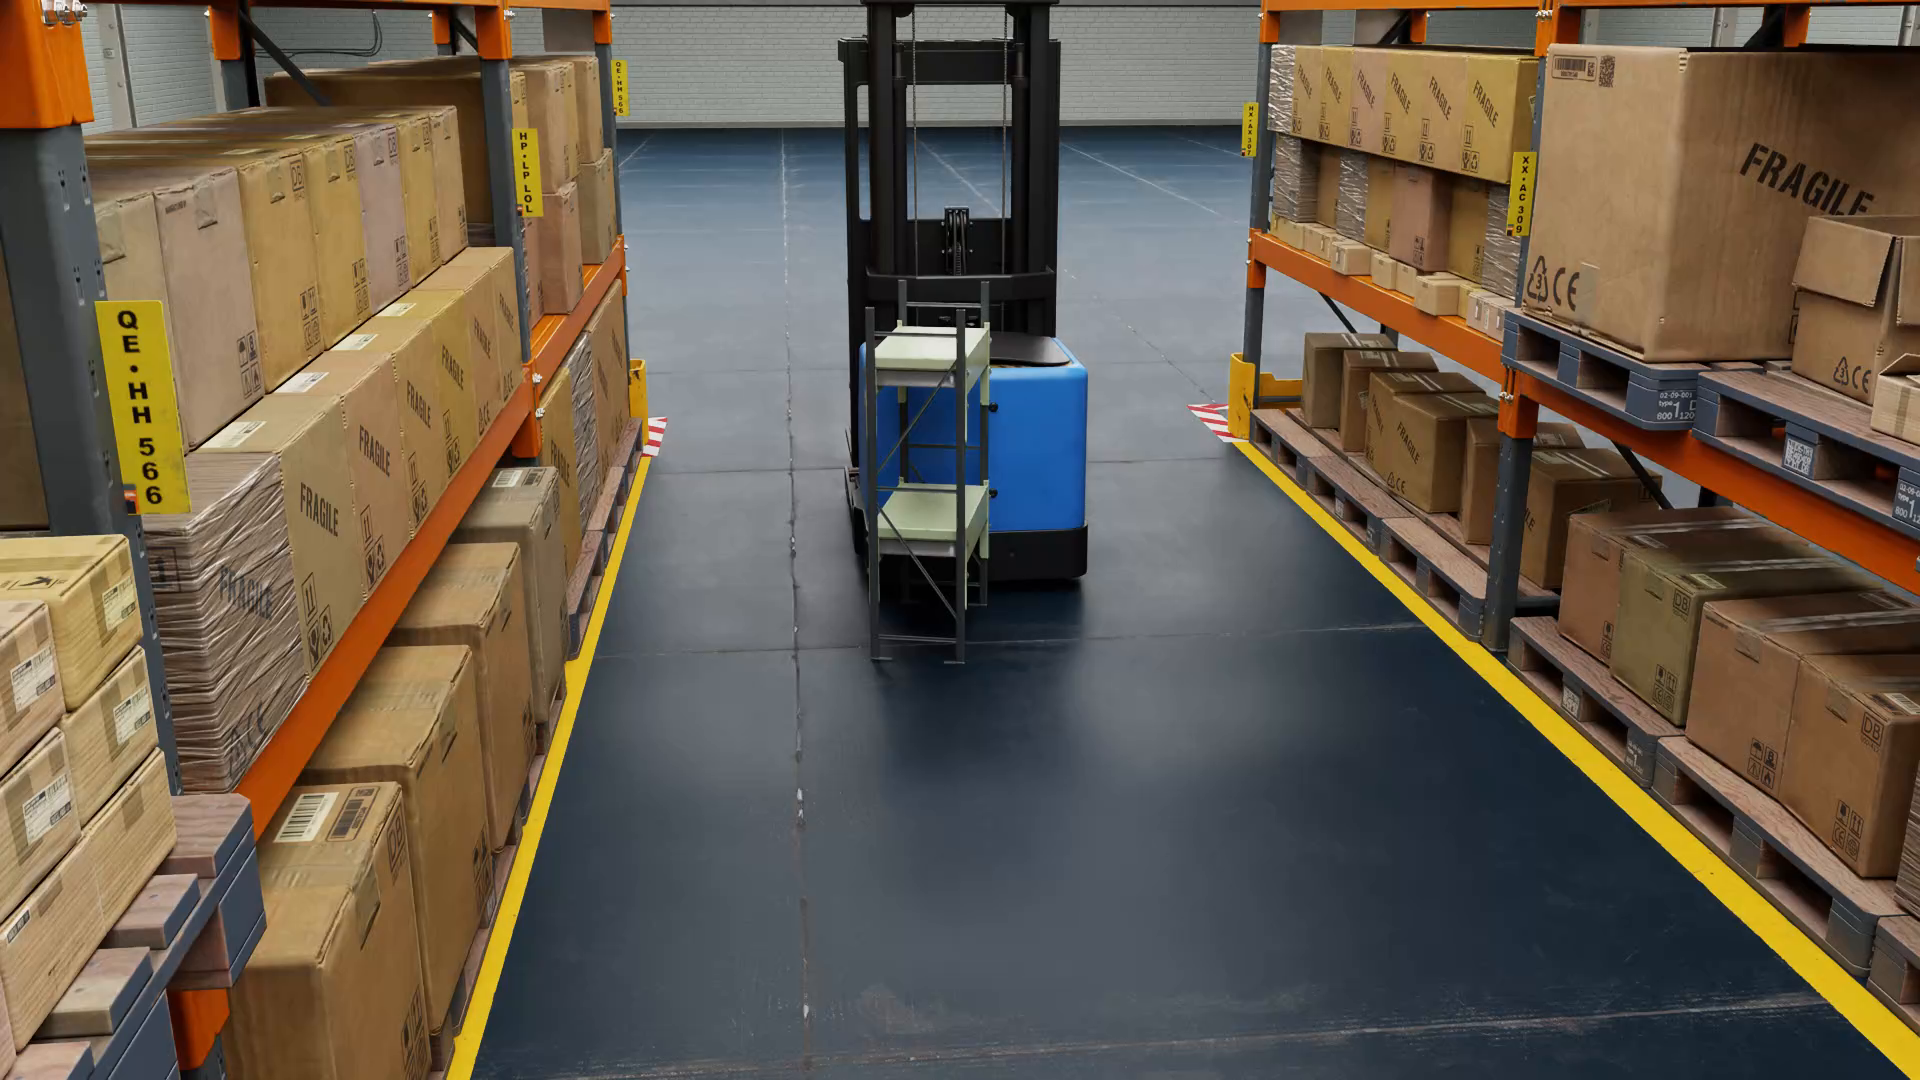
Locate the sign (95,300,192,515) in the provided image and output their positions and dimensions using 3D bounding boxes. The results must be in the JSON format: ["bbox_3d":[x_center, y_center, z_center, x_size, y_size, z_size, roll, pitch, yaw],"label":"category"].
[{"bbox_3d":[-1.226,-0.196,2.491,0.100,0.325,0.005,-2,18,-6],"label":"sign"}]

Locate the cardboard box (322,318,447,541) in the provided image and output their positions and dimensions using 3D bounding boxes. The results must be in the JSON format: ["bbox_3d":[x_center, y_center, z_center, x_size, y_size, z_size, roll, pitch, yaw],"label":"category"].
[{"bbox_3d":[-1.698,-0.301,4.462,0.500,0.500,0.500,-2,18,-6],"label":"cardboard box"}]

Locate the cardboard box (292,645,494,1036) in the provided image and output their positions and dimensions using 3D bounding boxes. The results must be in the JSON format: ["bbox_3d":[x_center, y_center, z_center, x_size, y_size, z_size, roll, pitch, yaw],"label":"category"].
[{"bbox_3d":[-1.831,0.767,4.281,1.050,0.750,0.750,-2,17,-5],"label":"cardboard box"}]

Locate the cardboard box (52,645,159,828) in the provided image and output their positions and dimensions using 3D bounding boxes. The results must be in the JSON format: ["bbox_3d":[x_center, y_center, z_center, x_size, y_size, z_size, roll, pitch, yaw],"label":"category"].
[{"bbox_3d":[-1.261,0.249,2.097,0.380,0.149,0.250,-1,17,-5],"label":"cardboard box"}]

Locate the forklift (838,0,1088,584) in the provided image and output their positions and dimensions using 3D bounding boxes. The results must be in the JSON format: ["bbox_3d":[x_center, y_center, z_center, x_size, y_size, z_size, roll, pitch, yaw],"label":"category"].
[{"bbox_3d":[-0.068,-1.586,8.836,1.130,2.935,3.031,-2,18,-6],"label":"forklift"}]

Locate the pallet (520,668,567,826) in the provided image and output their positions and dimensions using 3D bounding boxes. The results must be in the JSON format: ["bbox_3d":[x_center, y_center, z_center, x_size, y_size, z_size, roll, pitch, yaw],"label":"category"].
[{"bbox_3d":[-2.023,0.705,6.079,1.003,0.211,1.213,-2,18,-6],"label":"pallet"}]

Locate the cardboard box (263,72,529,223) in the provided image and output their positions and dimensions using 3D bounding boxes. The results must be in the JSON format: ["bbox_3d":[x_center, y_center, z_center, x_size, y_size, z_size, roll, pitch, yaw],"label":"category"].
[{"bbox_3d":[-2.181,-1.551,6.556,0.875,0.550,0.550,-2,18,-6],"label":"cardboard box"}]

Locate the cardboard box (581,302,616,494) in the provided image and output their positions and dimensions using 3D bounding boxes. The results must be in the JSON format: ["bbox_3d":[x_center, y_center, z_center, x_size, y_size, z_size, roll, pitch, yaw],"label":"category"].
[{"bbox_3d":[-2.361,-0.769,8.966,0.875,0.875,0.875,-2,18,-7],"label":"cardboard box"}]

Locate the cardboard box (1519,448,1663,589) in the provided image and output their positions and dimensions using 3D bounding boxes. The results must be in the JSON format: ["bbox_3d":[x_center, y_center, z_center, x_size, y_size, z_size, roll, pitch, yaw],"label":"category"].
[{"bbox_3d":[2.765,-0.104,7.474,0.500,0.500,0.500,-2,18,-7],"label":"cardboard box"}]

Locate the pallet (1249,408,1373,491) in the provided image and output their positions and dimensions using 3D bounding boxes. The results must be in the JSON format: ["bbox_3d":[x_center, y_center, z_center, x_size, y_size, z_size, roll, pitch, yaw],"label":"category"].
[{"bbox_3d":[2.411,-0.572,10.146,1.003,0.211,1.213,-2,18,-6],"label":"pallet"}]

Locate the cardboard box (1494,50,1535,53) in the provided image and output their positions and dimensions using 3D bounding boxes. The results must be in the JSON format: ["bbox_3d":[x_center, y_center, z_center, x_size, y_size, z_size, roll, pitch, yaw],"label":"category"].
[{"bbox_3d":[2.869,-2.083,7.970,0.500,0.500,0.500,-2,18,-6],"label":"cardboard box"}]

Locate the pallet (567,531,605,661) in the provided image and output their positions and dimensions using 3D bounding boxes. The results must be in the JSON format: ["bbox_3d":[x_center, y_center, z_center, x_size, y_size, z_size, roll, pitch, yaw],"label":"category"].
[{"bbox_3d":[-2.178,0.248,7.533,1.003,0.211,1.213,-2,18,-6],"label":"pallet"}]

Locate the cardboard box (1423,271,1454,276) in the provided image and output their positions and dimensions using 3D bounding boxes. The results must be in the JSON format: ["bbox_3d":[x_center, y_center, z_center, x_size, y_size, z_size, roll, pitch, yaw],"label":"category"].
[{"bbox_3d":[2.439,-1.212,7.949,0.380,0.149,0.250,-2,18,-6],"label":"cardboard box"}]

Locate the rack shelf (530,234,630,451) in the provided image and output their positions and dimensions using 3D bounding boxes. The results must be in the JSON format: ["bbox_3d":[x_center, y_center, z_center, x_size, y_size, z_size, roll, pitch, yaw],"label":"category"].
[{"bbox_3d":[-2.383,-1.106,8.392,1.077,0.370,4.000,-2,18,-6],"label":"rack shelf"}]

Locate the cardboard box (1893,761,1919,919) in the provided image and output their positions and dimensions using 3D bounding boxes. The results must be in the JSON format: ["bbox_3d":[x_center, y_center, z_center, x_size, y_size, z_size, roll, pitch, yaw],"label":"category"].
[{"bbox_3d":[3.020,0.834,4.450,0.700,0.500,0.500,-3,18,-10],"label":"cardboard box"}]

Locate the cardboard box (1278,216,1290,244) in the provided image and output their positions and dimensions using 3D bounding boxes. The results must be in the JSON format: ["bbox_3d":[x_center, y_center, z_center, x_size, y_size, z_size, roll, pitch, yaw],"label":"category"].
[{"bbox_3d":[2.153,-1.881,10.079,0.380,0.149,0.250,-2,18,-6],"label":"cardboard box"}]

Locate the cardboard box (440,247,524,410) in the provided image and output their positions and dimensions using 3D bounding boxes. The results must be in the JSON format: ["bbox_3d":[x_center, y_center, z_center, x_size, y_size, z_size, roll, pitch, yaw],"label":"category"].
[{"bbox_3d":[-1.857,-0.754,5.903,0.500,0.500,0.500,-2,18,-6],"label":"cardboard box"}]

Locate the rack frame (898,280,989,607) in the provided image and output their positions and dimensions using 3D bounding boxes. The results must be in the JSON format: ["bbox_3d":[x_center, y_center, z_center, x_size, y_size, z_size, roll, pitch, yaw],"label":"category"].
[{"bbox_3d":[-0.072,-0.417,7.503,0.400,1.500,0.023,3,18,8],"label":"rack frame"}]

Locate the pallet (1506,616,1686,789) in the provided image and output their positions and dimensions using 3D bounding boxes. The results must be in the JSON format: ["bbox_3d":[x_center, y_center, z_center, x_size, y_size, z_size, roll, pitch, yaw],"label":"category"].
[{"bbox_3d":[2.849,0.586,6.458,1.003,0.211,1.213,-2,18,-6],"label":"pallet"}]

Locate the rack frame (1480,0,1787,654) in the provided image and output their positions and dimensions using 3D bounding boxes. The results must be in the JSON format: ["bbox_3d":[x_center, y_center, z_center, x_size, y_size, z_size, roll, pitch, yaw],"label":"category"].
[{"bbox_3d":[2.767,-0.976,6.779,1.000,3.000,0.127,-2,18,-6],"label":"rack frame"}]

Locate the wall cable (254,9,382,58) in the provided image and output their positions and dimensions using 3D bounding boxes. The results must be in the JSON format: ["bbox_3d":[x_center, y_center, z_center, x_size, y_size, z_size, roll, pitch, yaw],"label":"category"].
[{"bbox_3d":[-15.347,-12.709,39.320,3.097,2.526,0.112,-2,18,-6],"label":"wall cable"}]

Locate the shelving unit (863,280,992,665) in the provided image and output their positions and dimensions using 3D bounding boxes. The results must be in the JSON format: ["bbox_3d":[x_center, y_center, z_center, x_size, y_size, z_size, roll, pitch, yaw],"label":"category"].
[{"bbox_3d":[-0.125,-0.309,7.157,0.431,1.500,0.755,3,18,8],"label":"shelving unit"}]

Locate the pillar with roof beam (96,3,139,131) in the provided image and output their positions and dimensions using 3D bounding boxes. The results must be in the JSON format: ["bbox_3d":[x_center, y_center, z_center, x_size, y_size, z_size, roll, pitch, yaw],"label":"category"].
[{"bbox_3d":[-11.458,-11.618,30.659,9.100,9.000,0.400,-2,18,-6],"label":"pillar with roof beam"}]

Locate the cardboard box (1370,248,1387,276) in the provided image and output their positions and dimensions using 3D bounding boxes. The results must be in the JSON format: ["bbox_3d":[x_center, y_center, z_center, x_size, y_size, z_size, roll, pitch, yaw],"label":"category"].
[{"bbox_3d":[2.363,-1.435,8.661,0.380,0.149,0.250,-2,18,-6],"label":"cardboard box"}]

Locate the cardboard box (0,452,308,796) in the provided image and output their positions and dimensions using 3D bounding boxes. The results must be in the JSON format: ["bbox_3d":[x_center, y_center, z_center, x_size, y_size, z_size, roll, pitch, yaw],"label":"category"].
[{"bbox_3d":[-1.542,0.149,3.028,0.500,0.500,0.500,-2,17,-5],"label":"cardboard box"}]

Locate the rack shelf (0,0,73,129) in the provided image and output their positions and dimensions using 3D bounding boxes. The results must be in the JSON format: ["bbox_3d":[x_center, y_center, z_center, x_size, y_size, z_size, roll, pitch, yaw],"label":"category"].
[{"bbox_3d":[-1.558,-0.153,0.351,1.077,0.370,4.000,-2,18,-6],"label":"rack shelf"}]

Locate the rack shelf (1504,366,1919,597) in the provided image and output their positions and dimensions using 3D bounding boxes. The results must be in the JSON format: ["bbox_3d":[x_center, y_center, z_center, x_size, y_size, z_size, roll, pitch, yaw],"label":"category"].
[{"bbox_3d":[2.973,-0.037,4.988,1.077,0.370,4.000,-2,18,-6],"label":"rack shelf"}]

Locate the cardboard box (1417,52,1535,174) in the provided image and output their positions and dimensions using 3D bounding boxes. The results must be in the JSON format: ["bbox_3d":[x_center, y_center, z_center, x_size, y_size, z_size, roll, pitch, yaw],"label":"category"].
[{"bbox_3d":[2.394,-1.917,7.444,0.500,0.500,0.500,-2,18,-6],"label":"cardboard box"}]

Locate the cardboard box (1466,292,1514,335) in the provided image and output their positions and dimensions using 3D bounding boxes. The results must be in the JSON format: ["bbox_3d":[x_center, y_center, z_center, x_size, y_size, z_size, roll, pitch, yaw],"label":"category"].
[{"bbox_3d":[2.436,-0.986,7.229,0.380,0.149,0.250,-2,18,-6],"label":"cardboard box"}]

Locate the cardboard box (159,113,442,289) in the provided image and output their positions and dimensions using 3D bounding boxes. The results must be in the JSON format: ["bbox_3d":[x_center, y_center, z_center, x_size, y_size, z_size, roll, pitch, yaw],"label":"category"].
[{"bbox_3d":[-2.065,-1.077,5.263,0.700,0.500,0.500,-2,18,-7],"label":"cardboard box"}]

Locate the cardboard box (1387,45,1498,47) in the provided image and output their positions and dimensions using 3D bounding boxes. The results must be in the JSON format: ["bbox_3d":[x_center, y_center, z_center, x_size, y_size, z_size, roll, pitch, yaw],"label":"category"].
[{"bbox_3d":[2.714,-2.530,9.394,0.500,0.500,0.500,-2,18,-6],"label":"cardboard box"}]

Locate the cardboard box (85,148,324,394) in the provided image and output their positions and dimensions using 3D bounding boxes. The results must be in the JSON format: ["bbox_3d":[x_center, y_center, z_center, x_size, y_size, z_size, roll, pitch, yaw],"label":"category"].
[{"bbox_3d":[-1.910,-0.624,3.819,0.700,0.500,0.500,-2,18,-6],"label":"cardboard box"}]

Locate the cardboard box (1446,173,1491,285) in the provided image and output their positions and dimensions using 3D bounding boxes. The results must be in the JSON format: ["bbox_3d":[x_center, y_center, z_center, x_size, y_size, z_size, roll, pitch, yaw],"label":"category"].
[{"bbox_3d":[2.765,-1.452,7.630,0.875,0.500,0.500,-2,18,-6],"label":"cardboard box"}]

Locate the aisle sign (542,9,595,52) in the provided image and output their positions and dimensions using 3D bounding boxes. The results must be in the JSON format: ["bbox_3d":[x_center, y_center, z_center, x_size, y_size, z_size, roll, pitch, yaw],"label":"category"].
[{"bbox_3d":[-2.299,-3.315,9.890,0.394,0.787,0.004,-2,18,-6],"label":"aisle sign"}]

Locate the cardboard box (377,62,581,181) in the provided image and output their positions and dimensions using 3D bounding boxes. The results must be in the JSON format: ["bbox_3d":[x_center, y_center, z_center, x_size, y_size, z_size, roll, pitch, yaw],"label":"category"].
[{"bbox_3d":[-2.335,-2.034,8.094,0.875,0.550,0.500,-2,18,-6],"label":"cardboard box"}]

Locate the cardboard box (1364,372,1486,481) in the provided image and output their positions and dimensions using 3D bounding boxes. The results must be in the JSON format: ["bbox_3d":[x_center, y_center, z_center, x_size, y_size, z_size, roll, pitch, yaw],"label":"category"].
[{"bbox_3d":[2.543,-0.625,9.132,0.500,0.500,0.500,0,17,0],"label":"cardboard box"}]

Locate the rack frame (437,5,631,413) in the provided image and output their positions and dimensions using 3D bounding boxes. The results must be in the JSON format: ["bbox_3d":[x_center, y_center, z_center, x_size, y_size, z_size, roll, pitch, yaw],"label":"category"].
[{"bbox_3d":[-2.590,-2.045,10.182,1.000,3.000,0.127,-2,18,-6],"label":"rack frame"}]

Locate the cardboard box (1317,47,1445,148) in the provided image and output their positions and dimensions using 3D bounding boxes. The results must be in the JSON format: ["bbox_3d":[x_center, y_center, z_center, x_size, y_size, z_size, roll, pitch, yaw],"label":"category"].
[{"bbox_3d":[2.237,-2.364,8.867,0.500,0.500,0.500,-2,18,-6],"label":"cardboard box"}]

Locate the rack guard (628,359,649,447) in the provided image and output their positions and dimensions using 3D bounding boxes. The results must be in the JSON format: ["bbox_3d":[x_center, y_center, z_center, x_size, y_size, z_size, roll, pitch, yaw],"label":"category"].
[{"bbox_3d":[-2.592,-0.859,10.580,1.175,0.500,0.348,-2,18,-6],"label":"rack guard"}]

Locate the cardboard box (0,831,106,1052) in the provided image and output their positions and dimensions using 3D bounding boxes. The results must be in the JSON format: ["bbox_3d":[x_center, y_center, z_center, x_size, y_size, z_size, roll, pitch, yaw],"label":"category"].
[{"bbox_3d":[-1.233,0.465,1.906,0.380,0.149,0.250,-2,18,-6],"label":"cardboard box"}]

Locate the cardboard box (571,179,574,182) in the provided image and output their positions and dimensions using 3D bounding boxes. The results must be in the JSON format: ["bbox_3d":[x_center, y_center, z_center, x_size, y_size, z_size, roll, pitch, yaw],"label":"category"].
[{"bbox_3d":[-2.495,-1.673,8.749,0.875,0.550,0.550,-2,18,-6],"label":"cardboard box"}]

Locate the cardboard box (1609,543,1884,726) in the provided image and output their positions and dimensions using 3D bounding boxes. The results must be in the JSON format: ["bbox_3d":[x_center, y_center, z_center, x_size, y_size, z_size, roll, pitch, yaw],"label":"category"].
[{"bbox_3d":[2.839,0.333,6.048,0.700,0.500,0.500,-2,18,-6],"label":"cardboard box"}]

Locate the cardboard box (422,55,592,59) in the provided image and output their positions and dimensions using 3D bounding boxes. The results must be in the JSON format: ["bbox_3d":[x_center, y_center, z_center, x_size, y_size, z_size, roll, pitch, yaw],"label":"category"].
[{"bbox_3d":[-2.590,-2.520,9.642,0.875,0.550,0.550,-2,18,-6],"label":"cardboard box"}]

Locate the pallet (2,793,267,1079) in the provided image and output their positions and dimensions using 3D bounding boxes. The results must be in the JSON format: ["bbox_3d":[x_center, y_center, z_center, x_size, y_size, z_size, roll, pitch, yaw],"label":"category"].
[{"bbox_3d":[-1.585,0.639,1.953,1.213,0.211,1.003,-2,18,-6],"label":"pallet"}]

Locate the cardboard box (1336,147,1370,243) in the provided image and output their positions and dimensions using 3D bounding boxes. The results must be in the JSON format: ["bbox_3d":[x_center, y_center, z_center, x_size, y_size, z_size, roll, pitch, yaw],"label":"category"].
[{"bbox_3d":[2.563,-1.897,9.049,0.875,0.500,0.500,-2,18,-6],"label":"cardboard box"}]

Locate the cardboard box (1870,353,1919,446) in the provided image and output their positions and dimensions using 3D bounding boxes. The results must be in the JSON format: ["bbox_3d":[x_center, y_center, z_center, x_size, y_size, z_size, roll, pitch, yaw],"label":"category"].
[{"bbox_3d":[2.739,-0.409,4.496,0.396,0.266,0.258,-2,18,-7],"label":"cardboard box"}]

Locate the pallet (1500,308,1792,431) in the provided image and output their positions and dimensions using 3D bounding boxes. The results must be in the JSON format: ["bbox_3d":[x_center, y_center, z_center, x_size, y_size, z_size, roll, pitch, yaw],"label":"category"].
[{"bbox_3d":[2.701,-0.652,6.068,1.003,0.211,1.213,-2,18,-6],"label":"pallet"}]

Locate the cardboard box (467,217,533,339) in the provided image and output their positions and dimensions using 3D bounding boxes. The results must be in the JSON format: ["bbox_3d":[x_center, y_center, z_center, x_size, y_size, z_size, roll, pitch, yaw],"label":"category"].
[{"bbox_3d":[-2.227,-1.034,6.713,0.875,0.550,0.550,-2,18,-6],"label":"cardboard box"}]

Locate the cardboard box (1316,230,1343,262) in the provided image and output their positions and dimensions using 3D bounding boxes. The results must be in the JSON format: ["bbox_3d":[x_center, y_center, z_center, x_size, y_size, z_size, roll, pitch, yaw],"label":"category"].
[{"bbox_3d":[2.229,-1.657,9.367,0.380,0.149,0.250,-2,18,-6],"label":"cardboard box"}]
